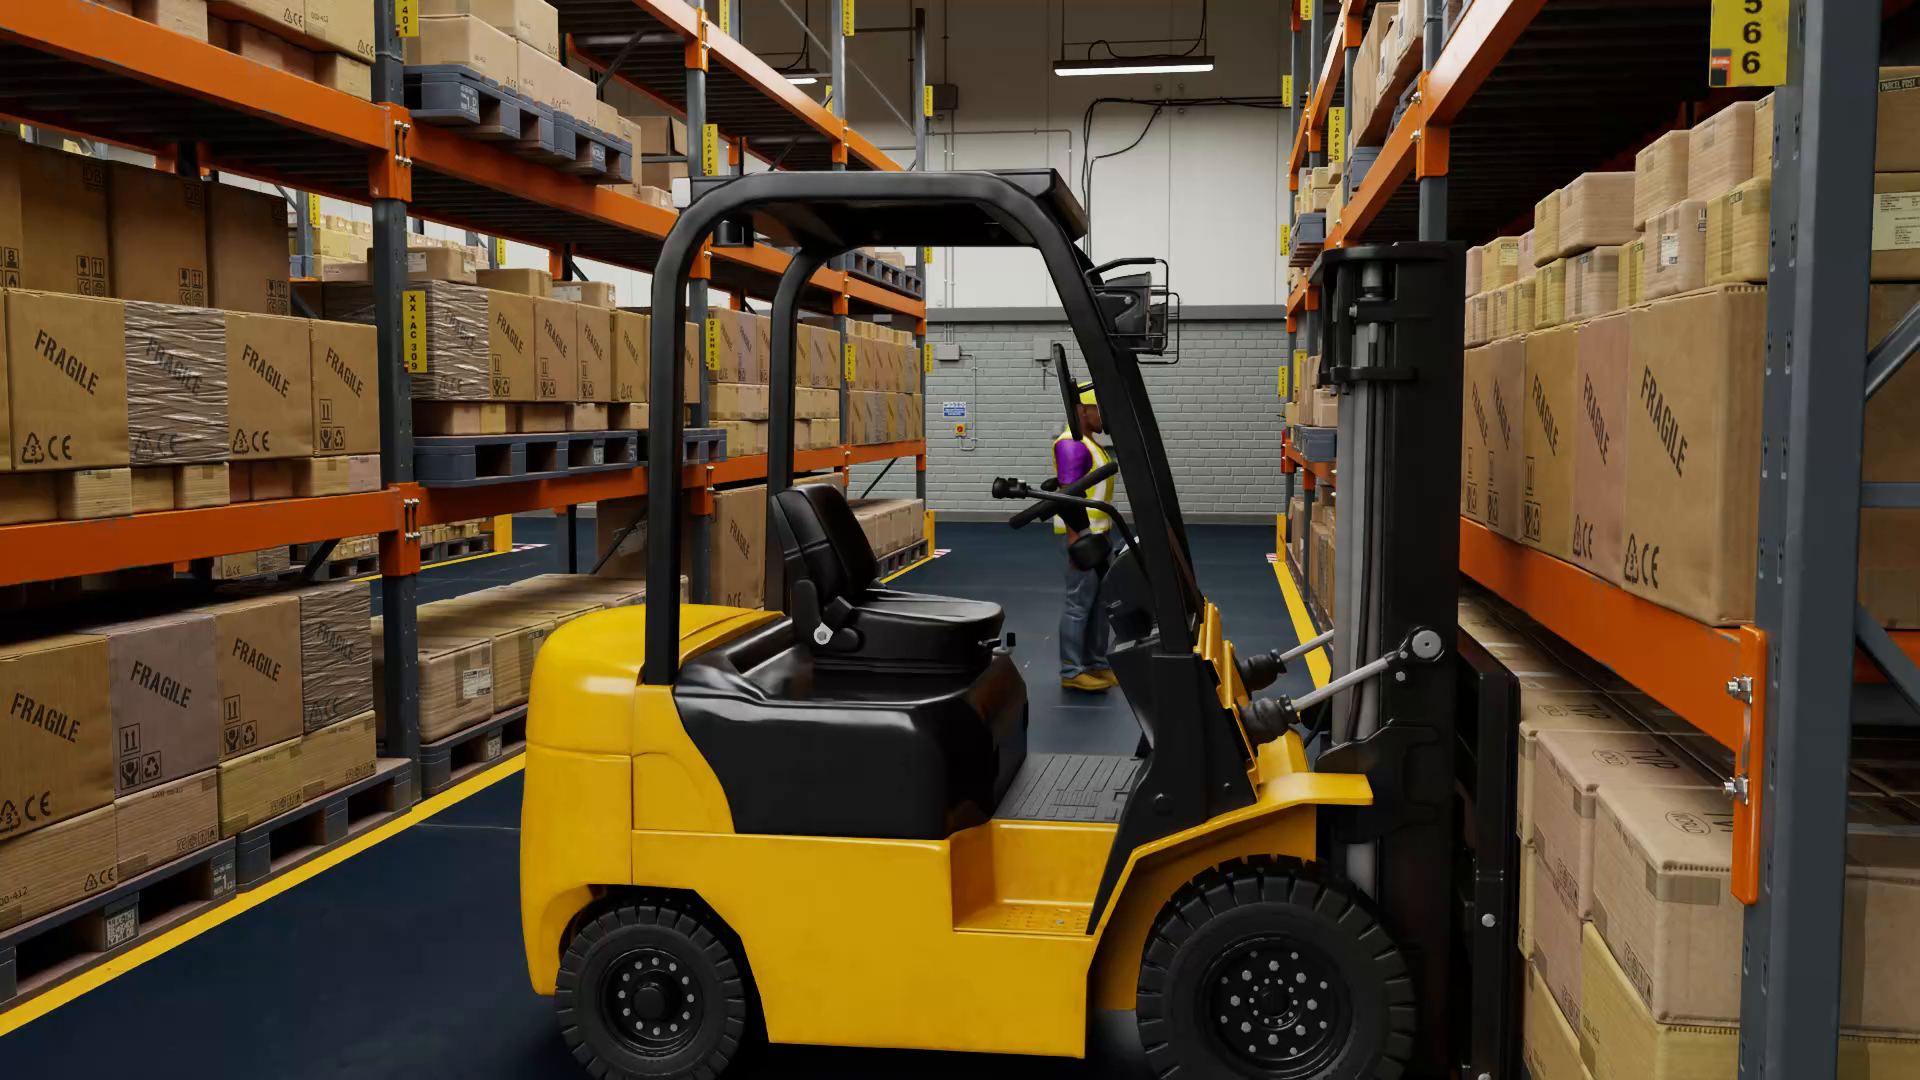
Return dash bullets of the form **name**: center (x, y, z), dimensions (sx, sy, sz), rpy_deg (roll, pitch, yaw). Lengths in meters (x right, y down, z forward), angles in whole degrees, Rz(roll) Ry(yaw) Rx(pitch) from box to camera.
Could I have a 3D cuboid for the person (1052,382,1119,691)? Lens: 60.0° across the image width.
- **person**: center (0.764, -0.008, 9.630), dimensions (0.444, 1.806, 0.631), rpy_deg (1, 5, 16)
